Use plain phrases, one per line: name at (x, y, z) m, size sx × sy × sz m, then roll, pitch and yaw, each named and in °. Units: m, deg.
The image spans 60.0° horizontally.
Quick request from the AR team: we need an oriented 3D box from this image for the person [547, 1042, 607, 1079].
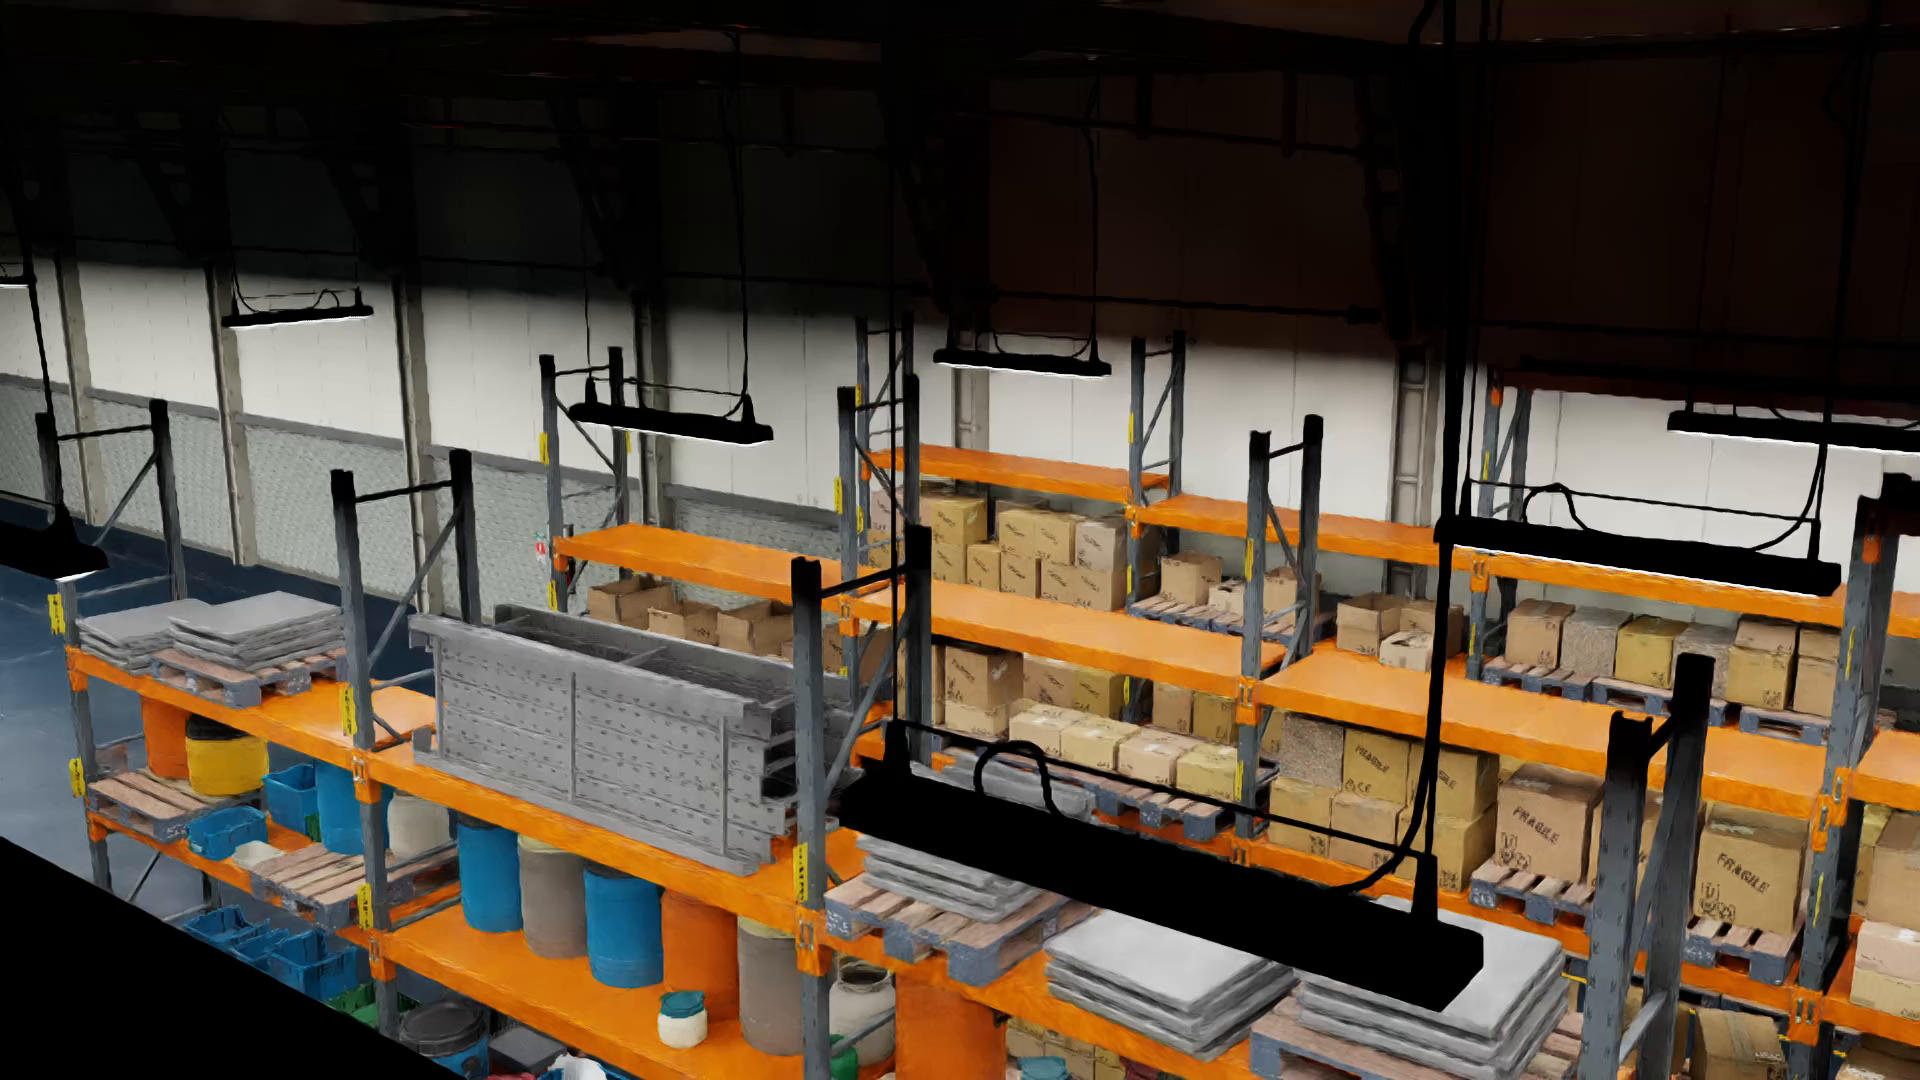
person at (-2.706, 4.302, 11.902) m, size 0.644 × 1.779 × 0.536 m, roll 7°, pitch 15°, yaw 27°
